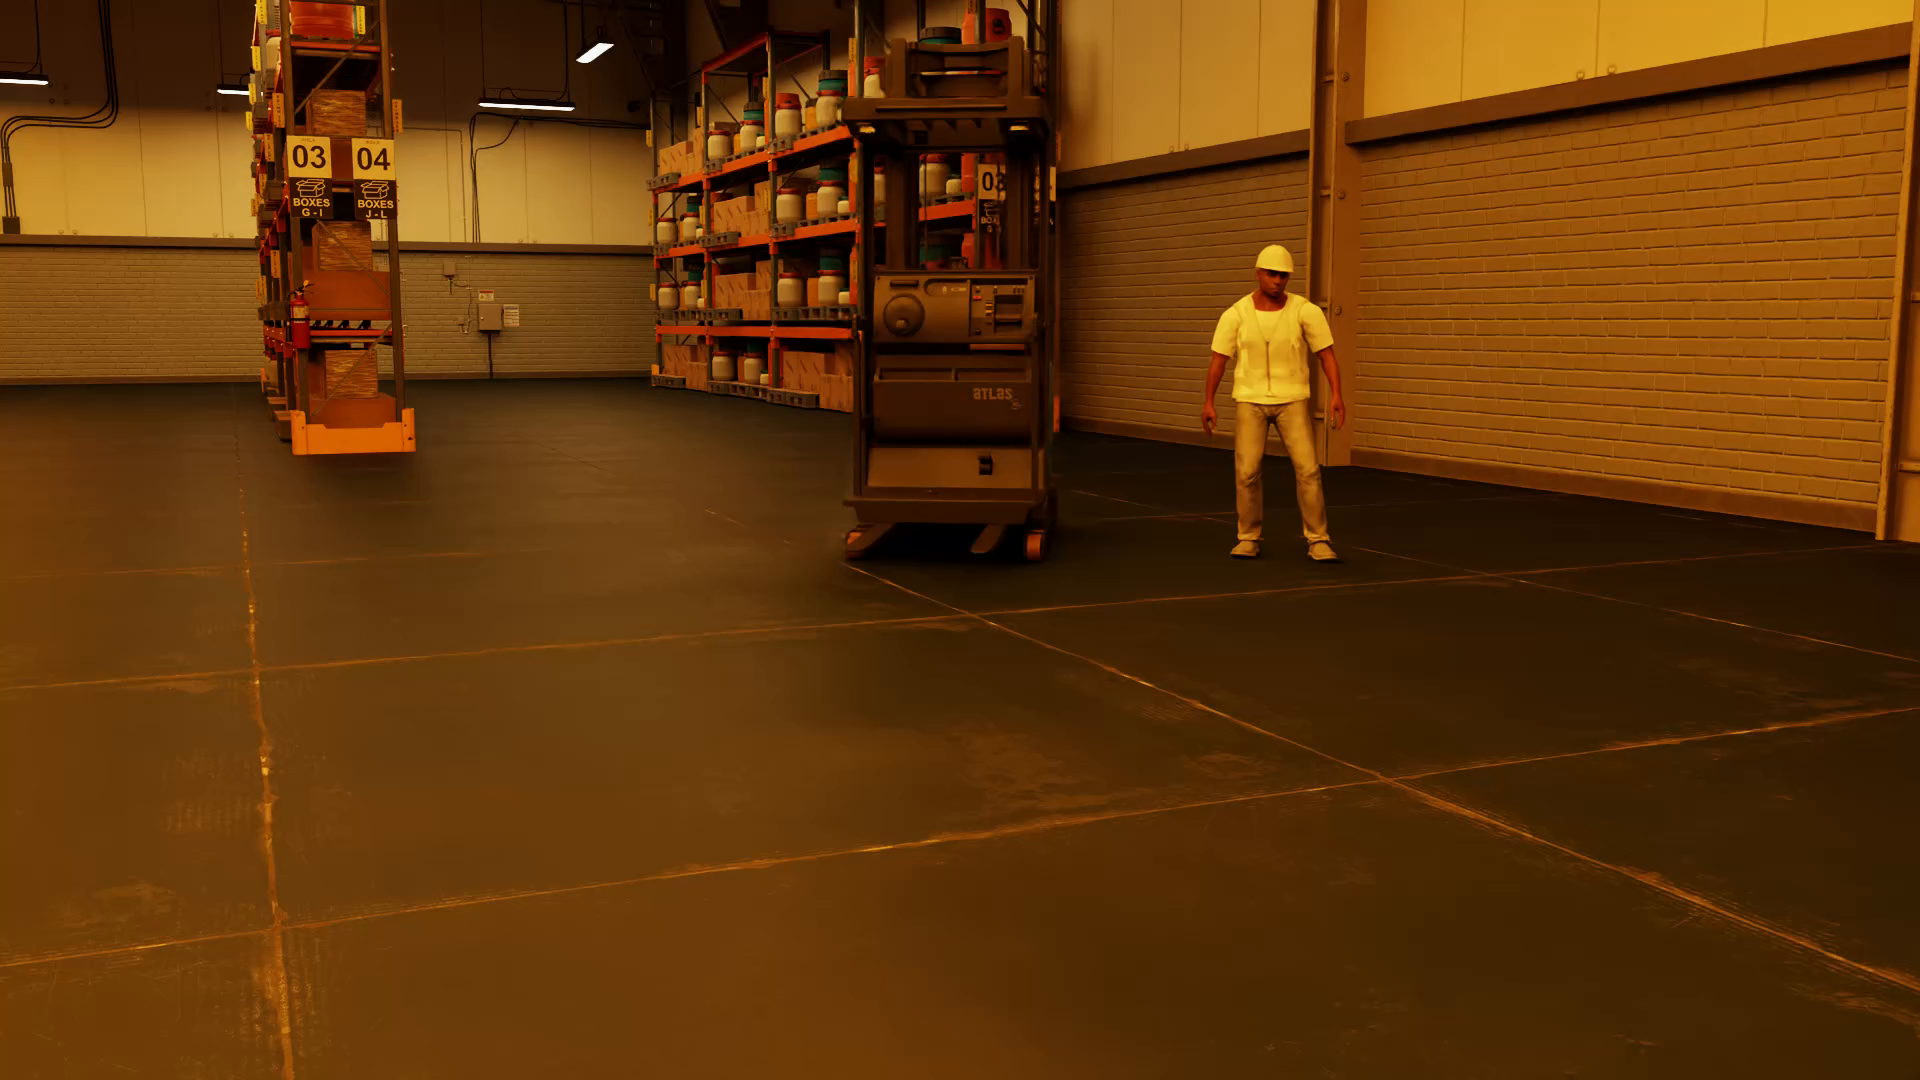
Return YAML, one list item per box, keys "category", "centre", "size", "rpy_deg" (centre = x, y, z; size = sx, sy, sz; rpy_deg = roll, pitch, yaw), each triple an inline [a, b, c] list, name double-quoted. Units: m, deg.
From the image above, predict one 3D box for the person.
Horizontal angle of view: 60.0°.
- category: "person"
  centre: [1.751, -0.767, 9.306]
  size: [0.799, 1.745, 0.412]
  rpy_deg: [2, 8, 12]

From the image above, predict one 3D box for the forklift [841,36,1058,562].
- category: "forklift"
  centre: [-0.053, -1.373, 9.356]
  size: [1.130, 2.935, 3.031]
  rpy_deg: [1, 8, 6]
